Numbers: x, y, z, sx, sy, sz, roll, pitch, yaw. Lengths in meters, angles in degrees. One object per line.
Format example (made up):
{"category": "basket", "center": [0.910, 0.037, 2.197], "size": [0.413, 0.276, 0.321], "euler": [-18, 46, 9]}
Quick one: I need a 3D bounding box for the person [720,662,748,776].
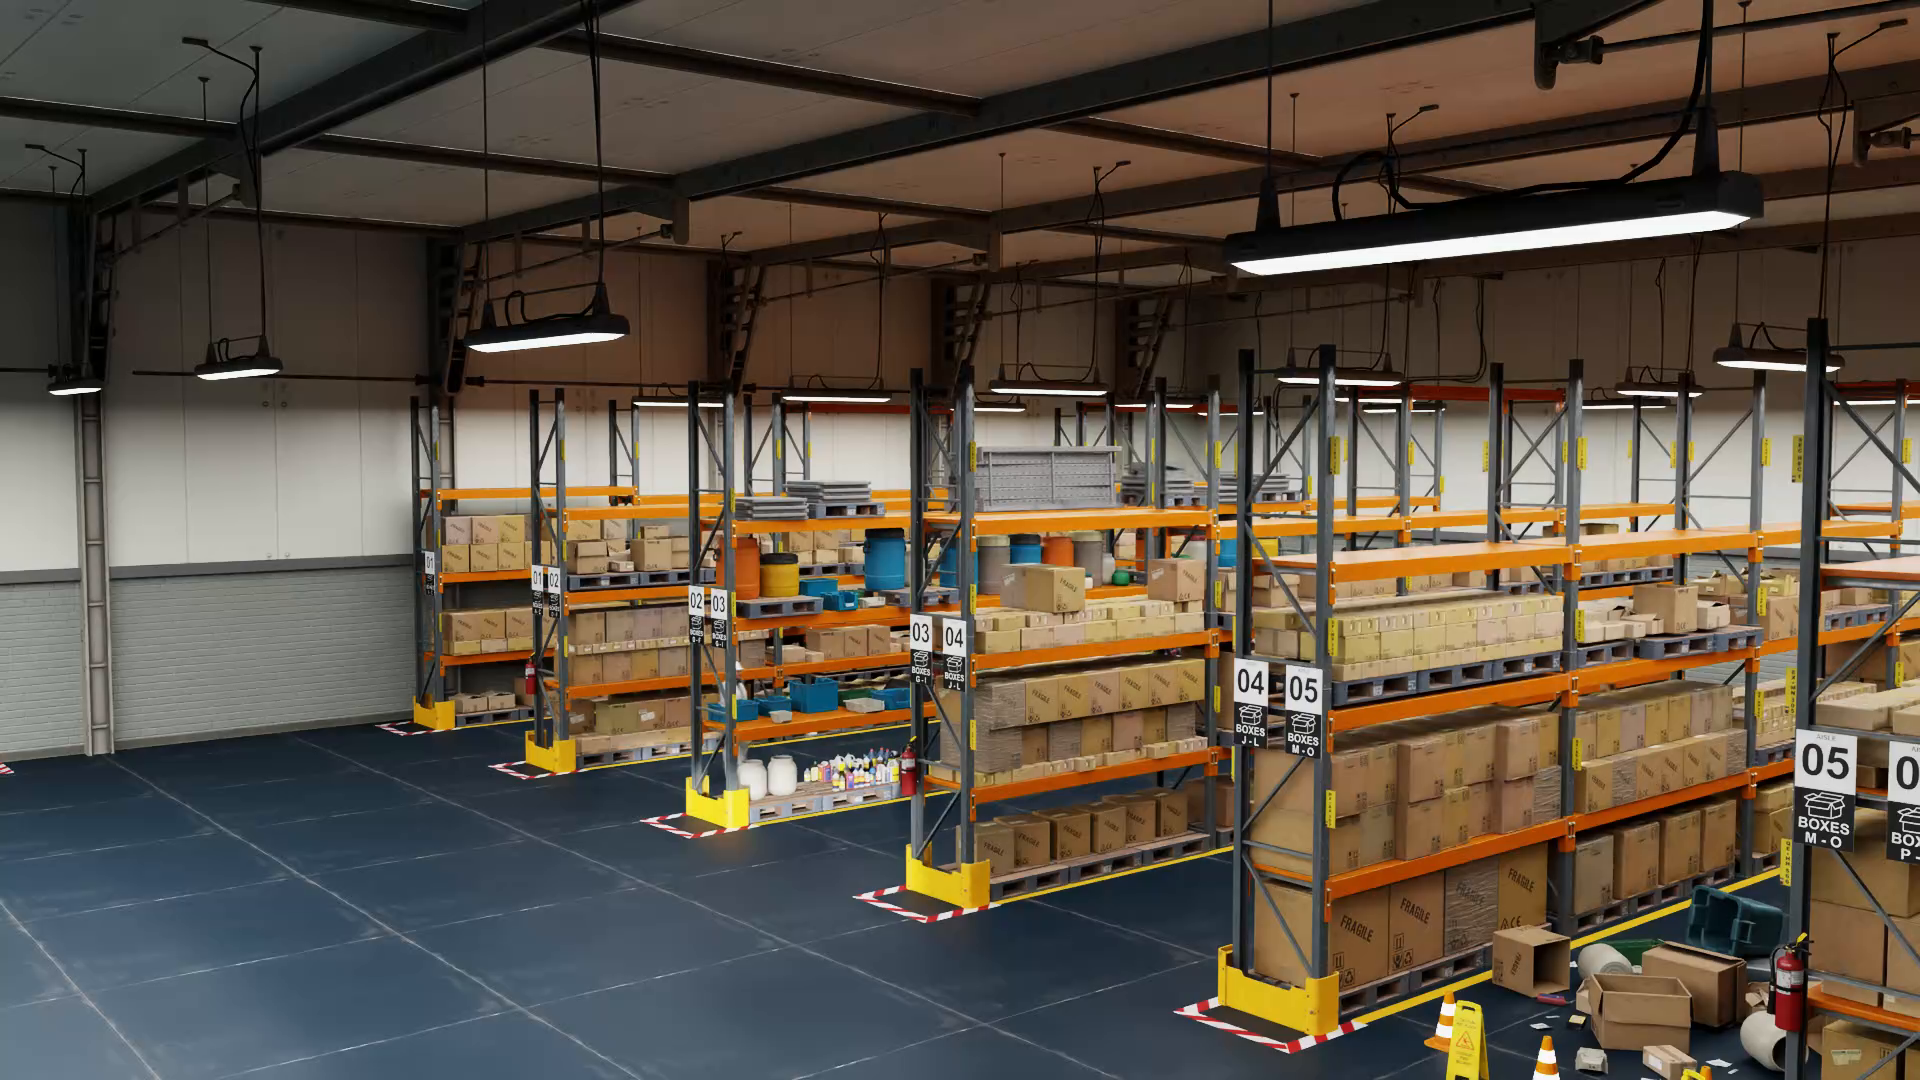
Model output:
{"category": "person", "center": [-3.470, 2.780, 25.688], "size": [0.448, 1.808, 0.587], "euler": [2, 4, 30]}

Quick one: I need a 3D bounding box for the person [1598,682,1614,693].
{"category": "person", "center": [9.315, 2.851, 24.201], "size": [0.628, 1.786, 0.472], "euler": [-2, 4, -24]}
